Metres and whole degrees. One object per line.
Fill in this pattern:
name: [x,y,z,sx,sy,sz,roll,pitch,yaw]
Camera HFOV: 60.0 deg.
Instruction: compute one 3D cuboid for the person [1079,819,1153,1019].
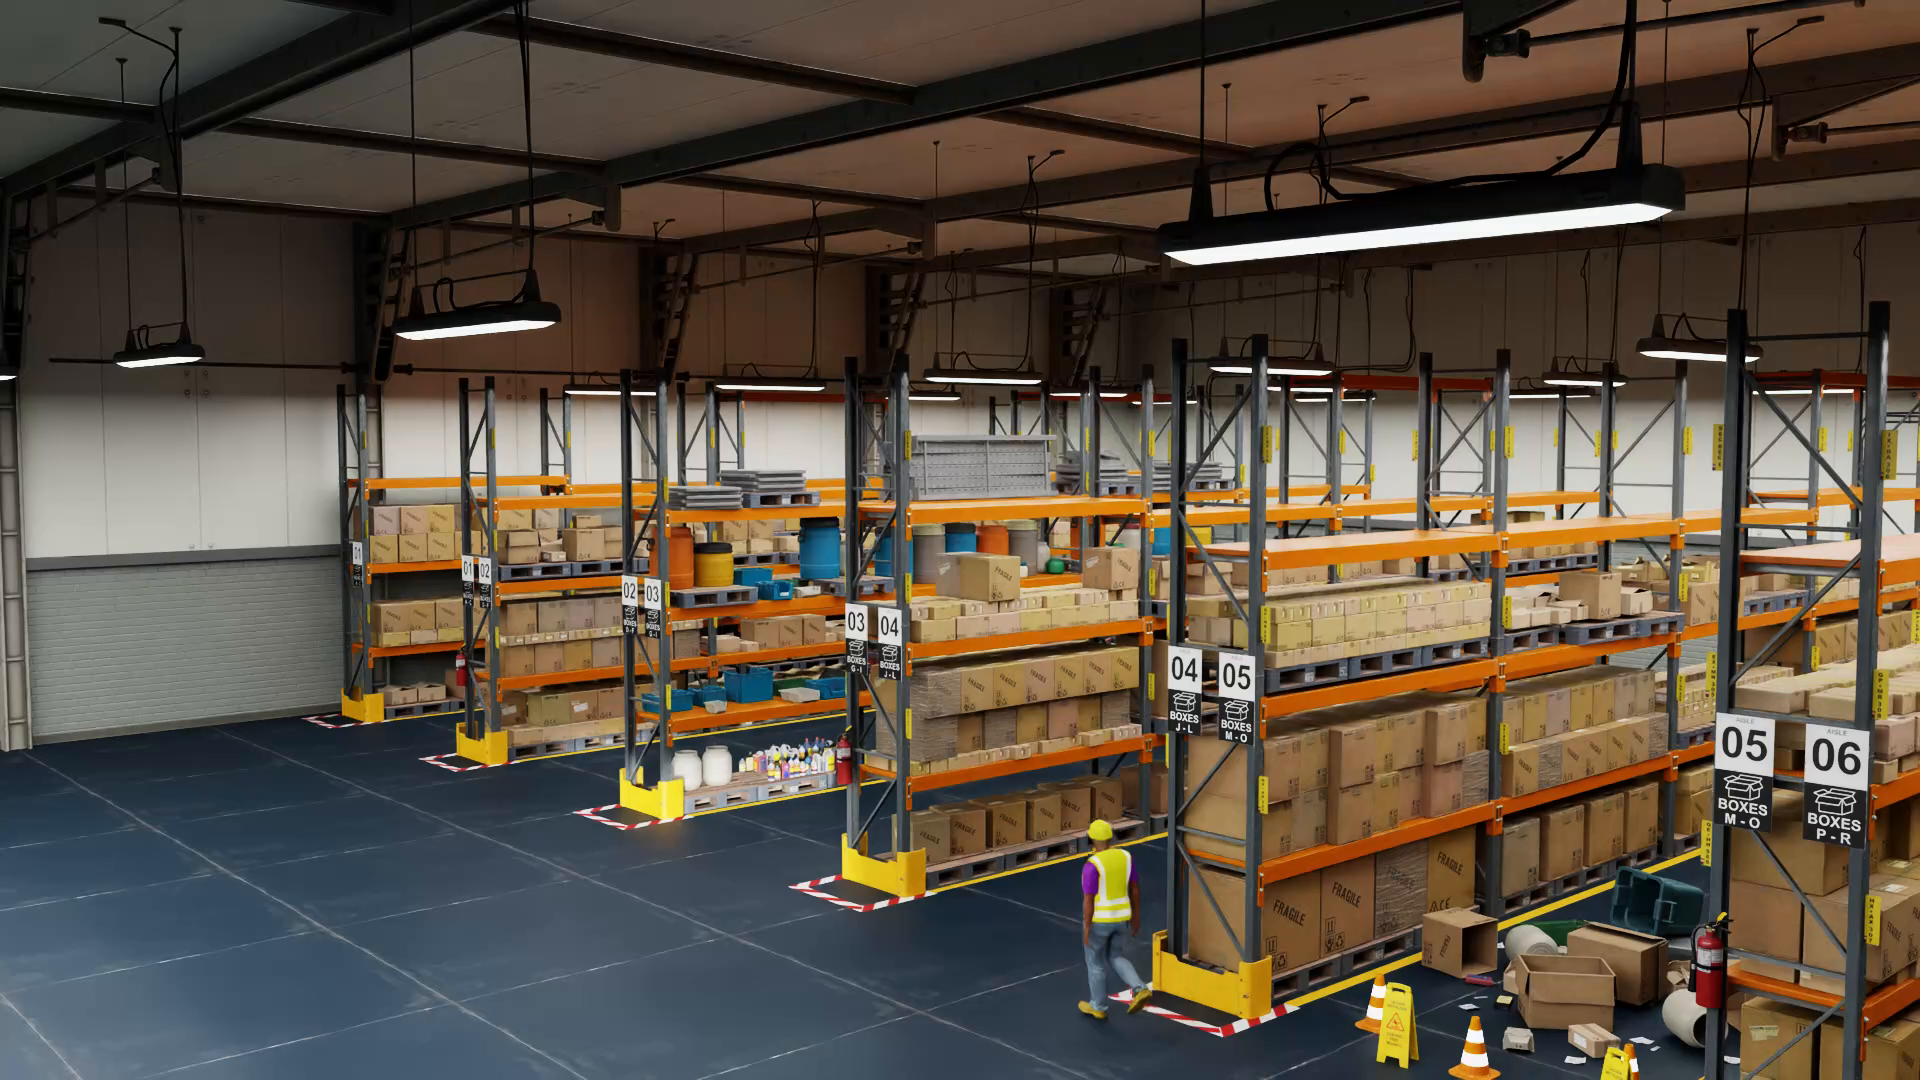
person: [1.340,3.327,14.530,0.579,1.752,0.719,-3,5,-38]
